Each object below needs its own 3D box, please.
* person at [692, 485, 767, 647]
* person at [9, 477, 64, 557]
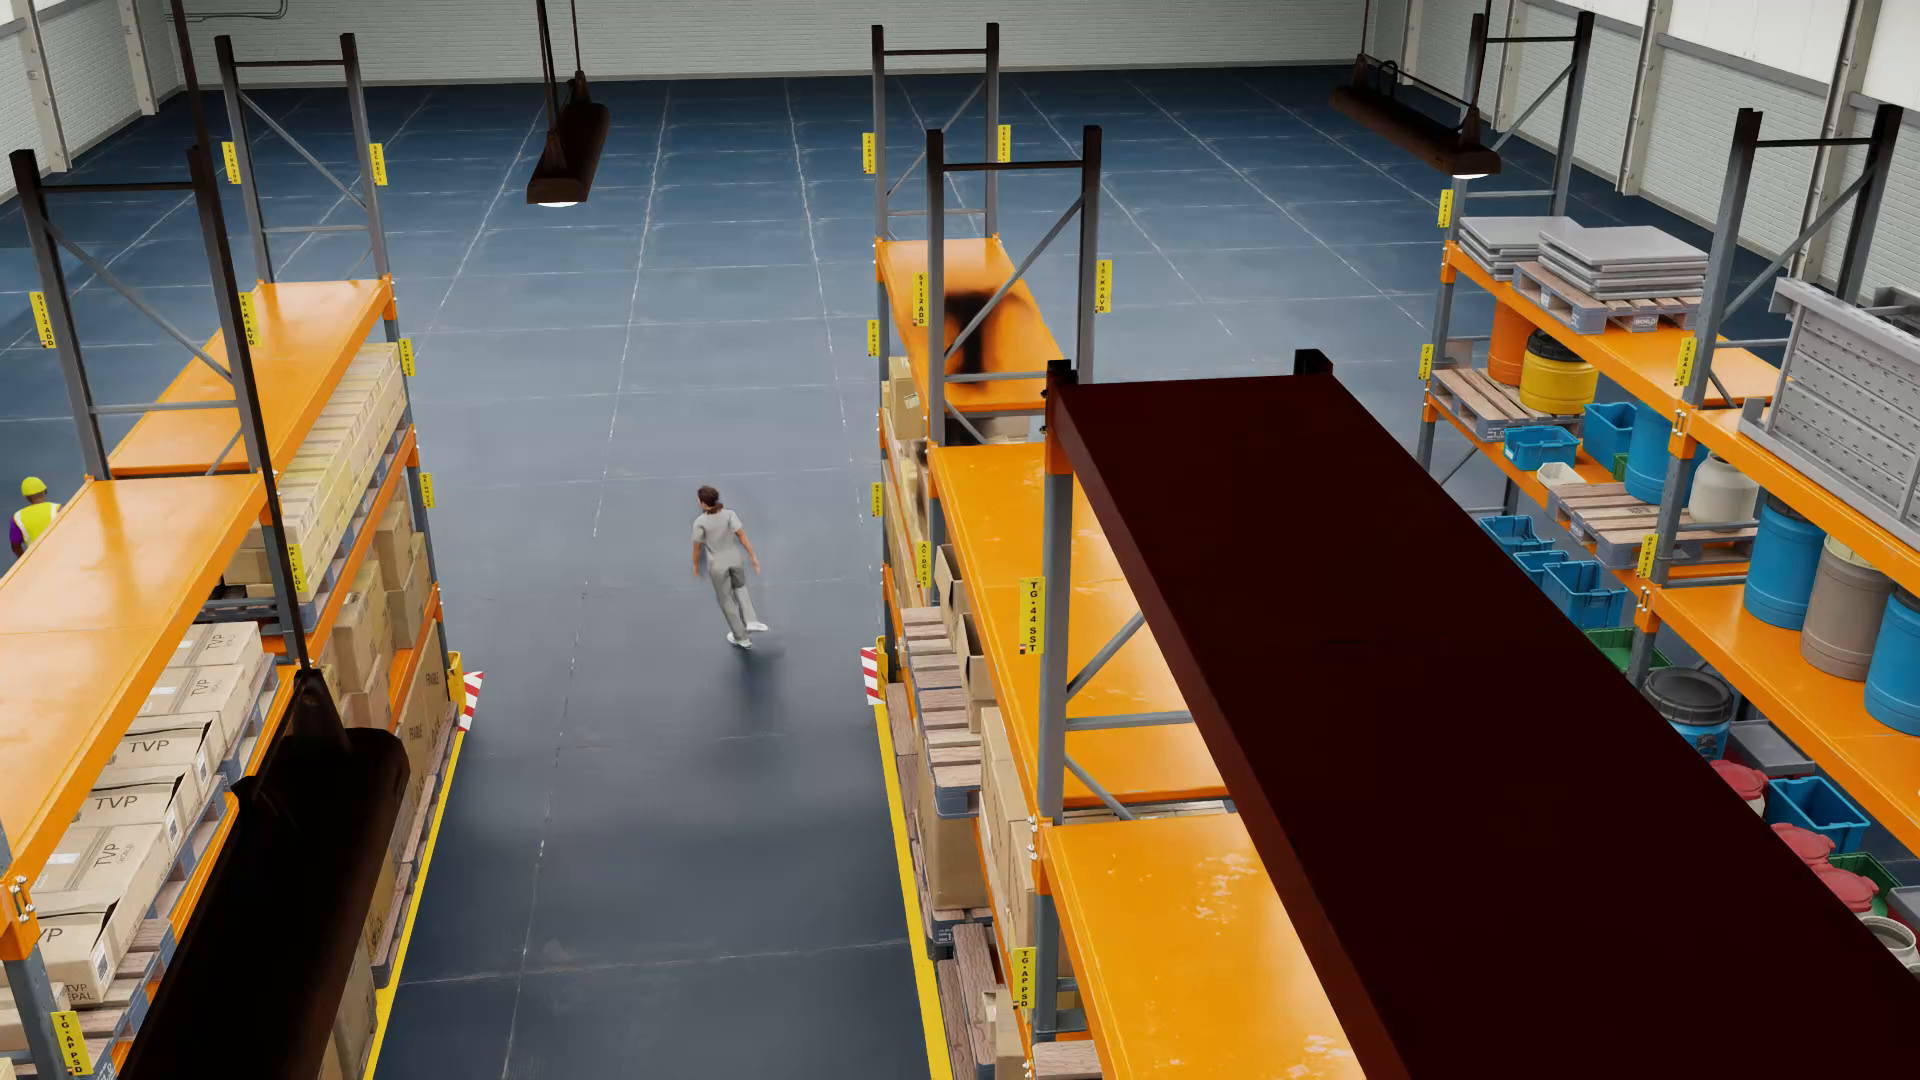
[{"bbox_3d":[-2.238,0.264,16.087,0.619,1.619,0.547,-14,29,-26],"label":"person"},{"bbox_3d":[-8.713,0.230,16.031,0.700,1.721,0.655,-9,27,-18],"label":"person"}]
